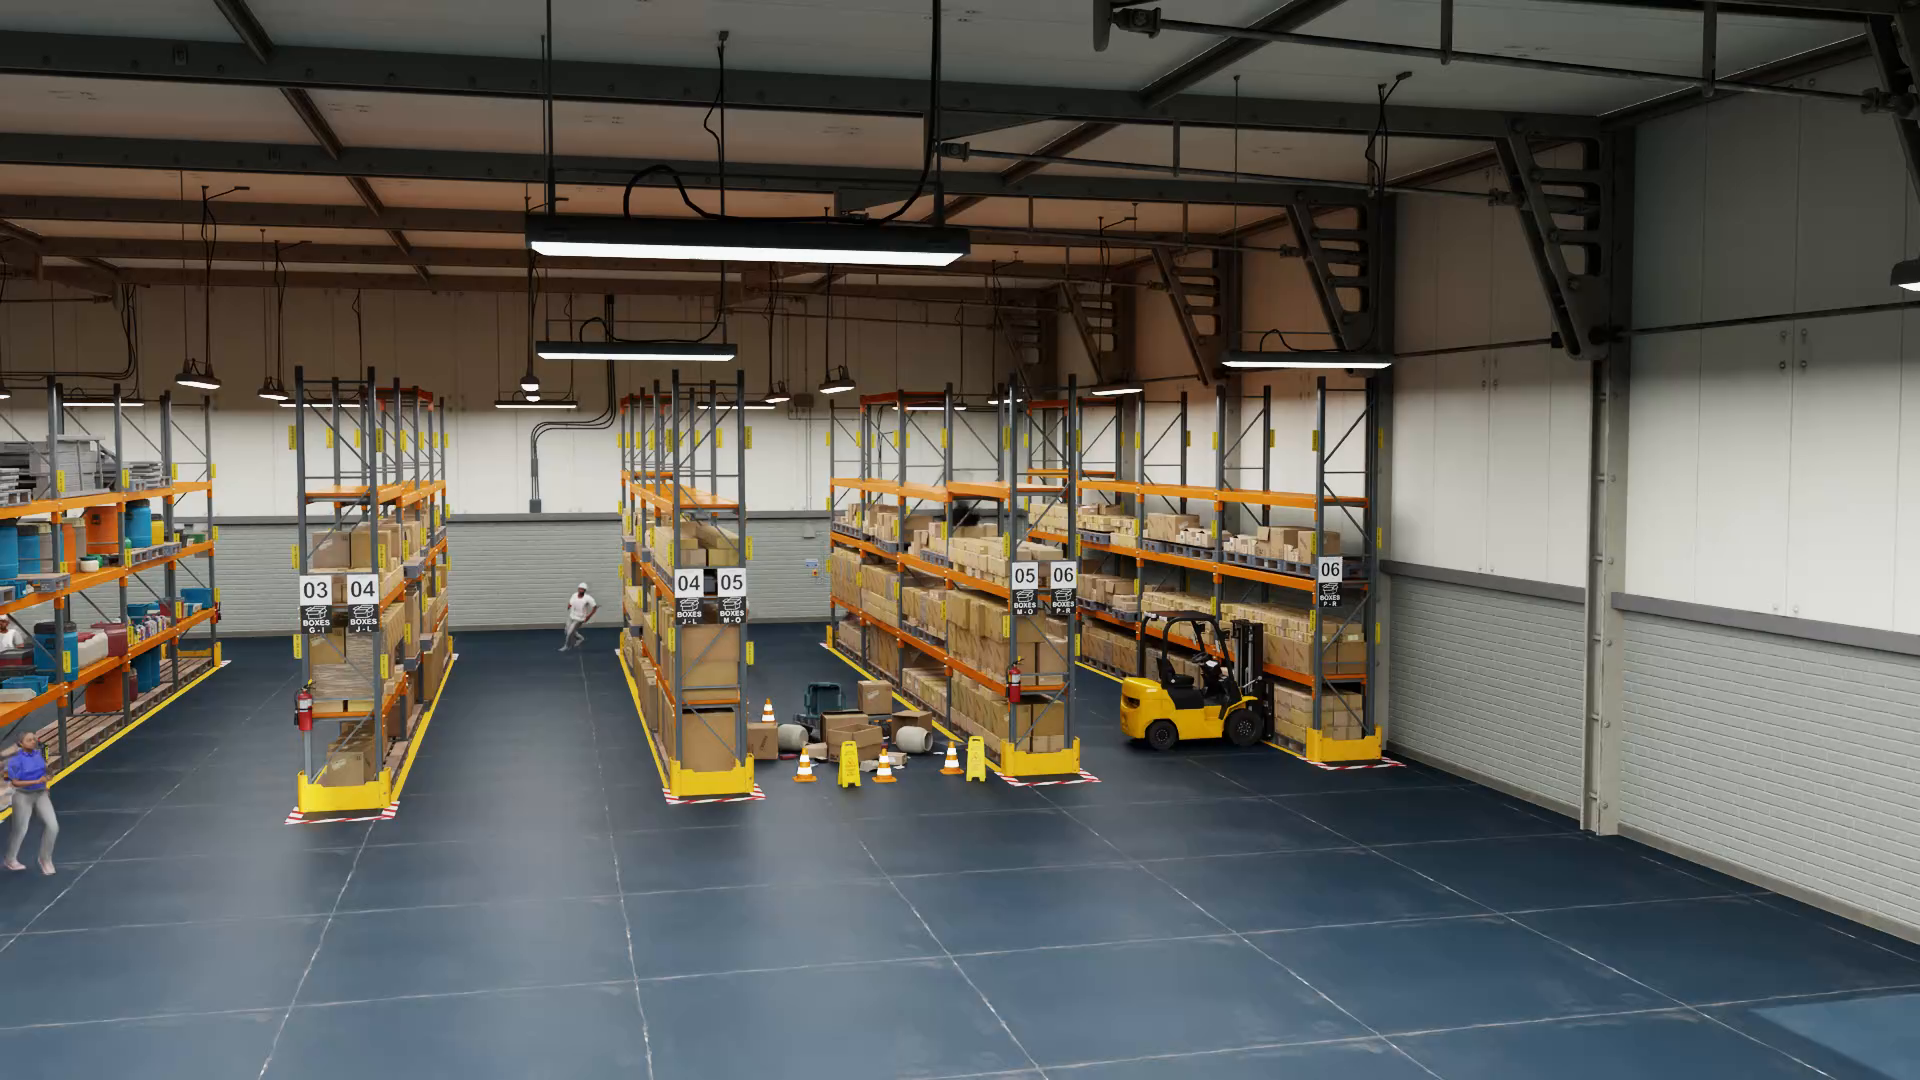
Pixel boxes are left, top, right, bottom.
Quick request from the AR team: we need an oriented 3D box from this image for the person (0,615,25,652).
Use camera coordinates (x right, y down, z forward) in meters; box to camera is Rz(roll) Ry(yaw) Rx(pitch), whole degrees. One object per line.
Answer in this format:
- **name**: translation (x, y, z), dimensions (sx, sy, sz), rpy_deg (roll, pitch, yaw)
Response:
- **person**: translation (-17.777, 2.269, 30.919), dimensions (0.696, 1.762, 0.941), rpy_deg (-1, 4, -18)

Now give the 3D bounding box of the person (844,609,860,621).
- **person**: translation (-2.665, 1.699, 41.732), dimensions (0.701, 1.708, 0.569), rpy_deg (1, 3, 13)

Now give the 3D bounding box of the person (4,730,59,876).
- **person**: translation (-10.694, 3.045, 19.154), dimensions (0.722, 1.697, 0.541), rpy_deg (1, 4, 24)

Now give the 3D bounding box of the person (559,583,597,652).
- **person**: translation (-9.058, 1.833, 39.500), dimensions (0.783, 1.654, 0.662), rpy_deg (3, 4, 36)
